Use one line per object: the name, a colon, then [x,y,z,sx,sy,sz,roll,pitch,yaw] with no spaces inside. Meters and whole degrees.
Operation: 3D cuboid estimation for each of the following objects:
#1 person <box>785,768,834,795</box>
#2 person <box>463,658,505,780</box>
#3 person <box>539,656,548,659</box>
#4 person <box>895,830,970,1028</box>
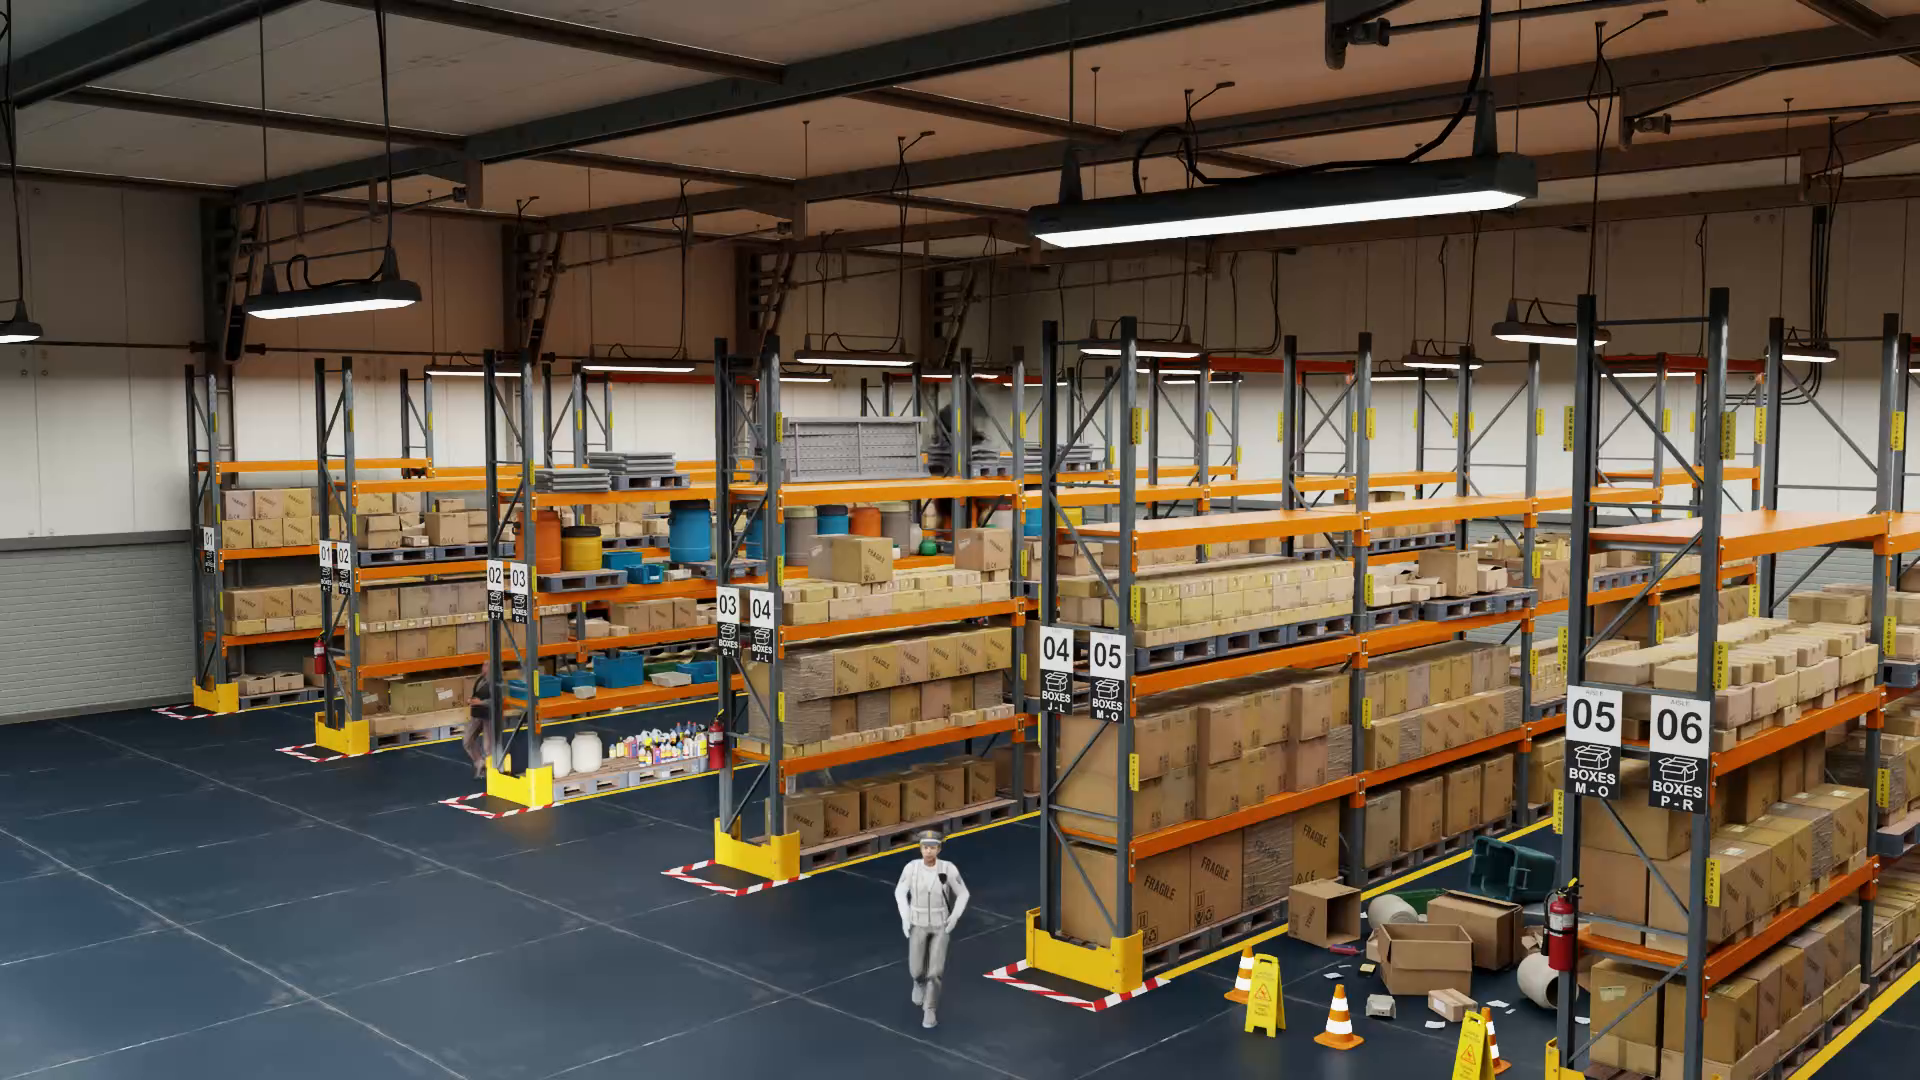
person: [-2.008,2.620,21.762,0.599,1.826,0.918,3,5,36]
person: [-6.698,2.529,23.389,0.631,1.722,0.626,2,5,28]
person: [-7.526,2.038,29.929,0.576,1.737,0.729,3,6,38]
person: [-0.235,3.261,14.131,0.638,1.669,0.547,0,4,2]
